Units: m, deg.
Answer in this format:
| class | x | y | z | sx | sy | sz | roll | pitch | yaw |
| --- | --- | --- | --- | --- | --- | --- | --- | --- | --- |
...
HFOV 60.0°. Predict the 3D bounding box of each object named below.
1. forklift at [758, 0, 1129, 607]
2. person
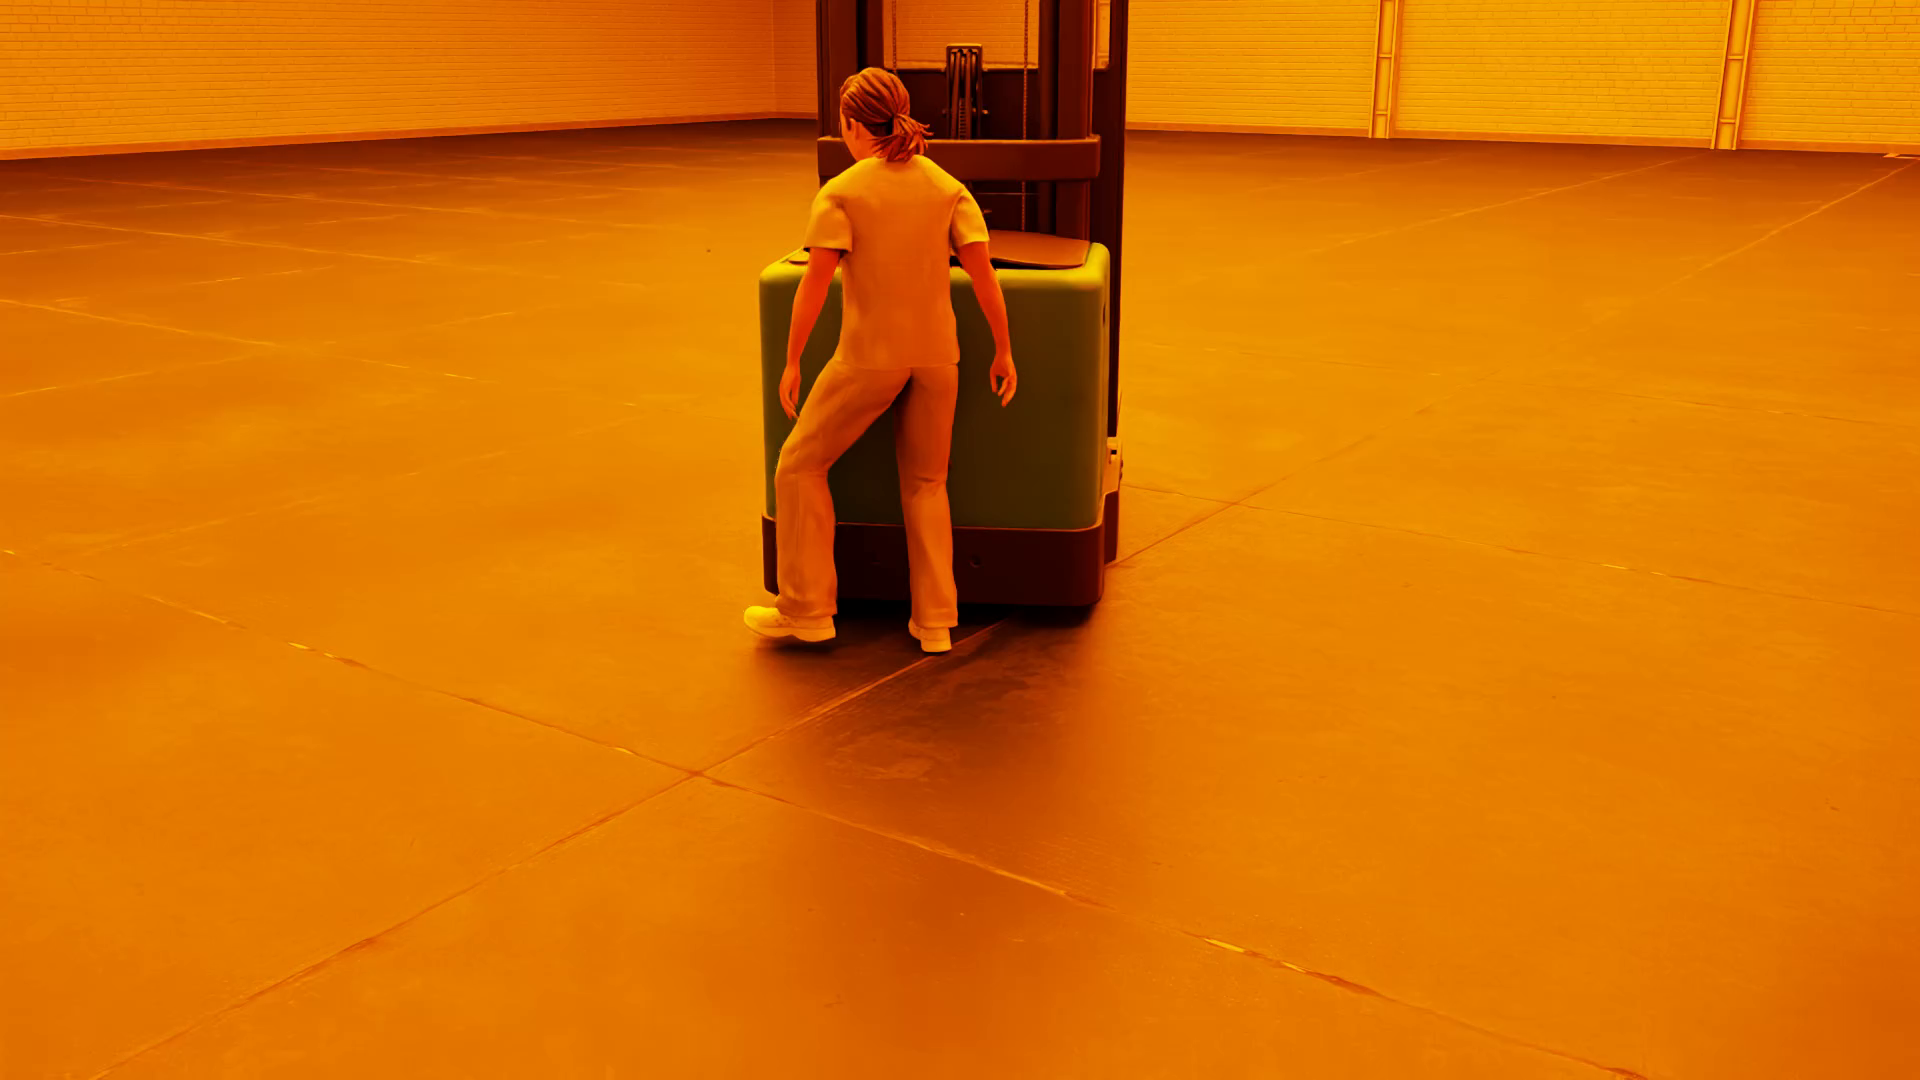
| class | x | y | z | sx | sy | sz | roll | pitch | yaw |
| --- | --- | --- | --- | --- | --- | --- | --- | --- | --- |
| forklift | 0.070 | -1.578 | 6.110 | 1.130 | 2.935 | 3.031 | 2 | 17 | 6 |
| person | -0.231 | -0.486 | 4.718 | 0.771 | 1.644 | 0.386 | -6 | 18 | -20 |
